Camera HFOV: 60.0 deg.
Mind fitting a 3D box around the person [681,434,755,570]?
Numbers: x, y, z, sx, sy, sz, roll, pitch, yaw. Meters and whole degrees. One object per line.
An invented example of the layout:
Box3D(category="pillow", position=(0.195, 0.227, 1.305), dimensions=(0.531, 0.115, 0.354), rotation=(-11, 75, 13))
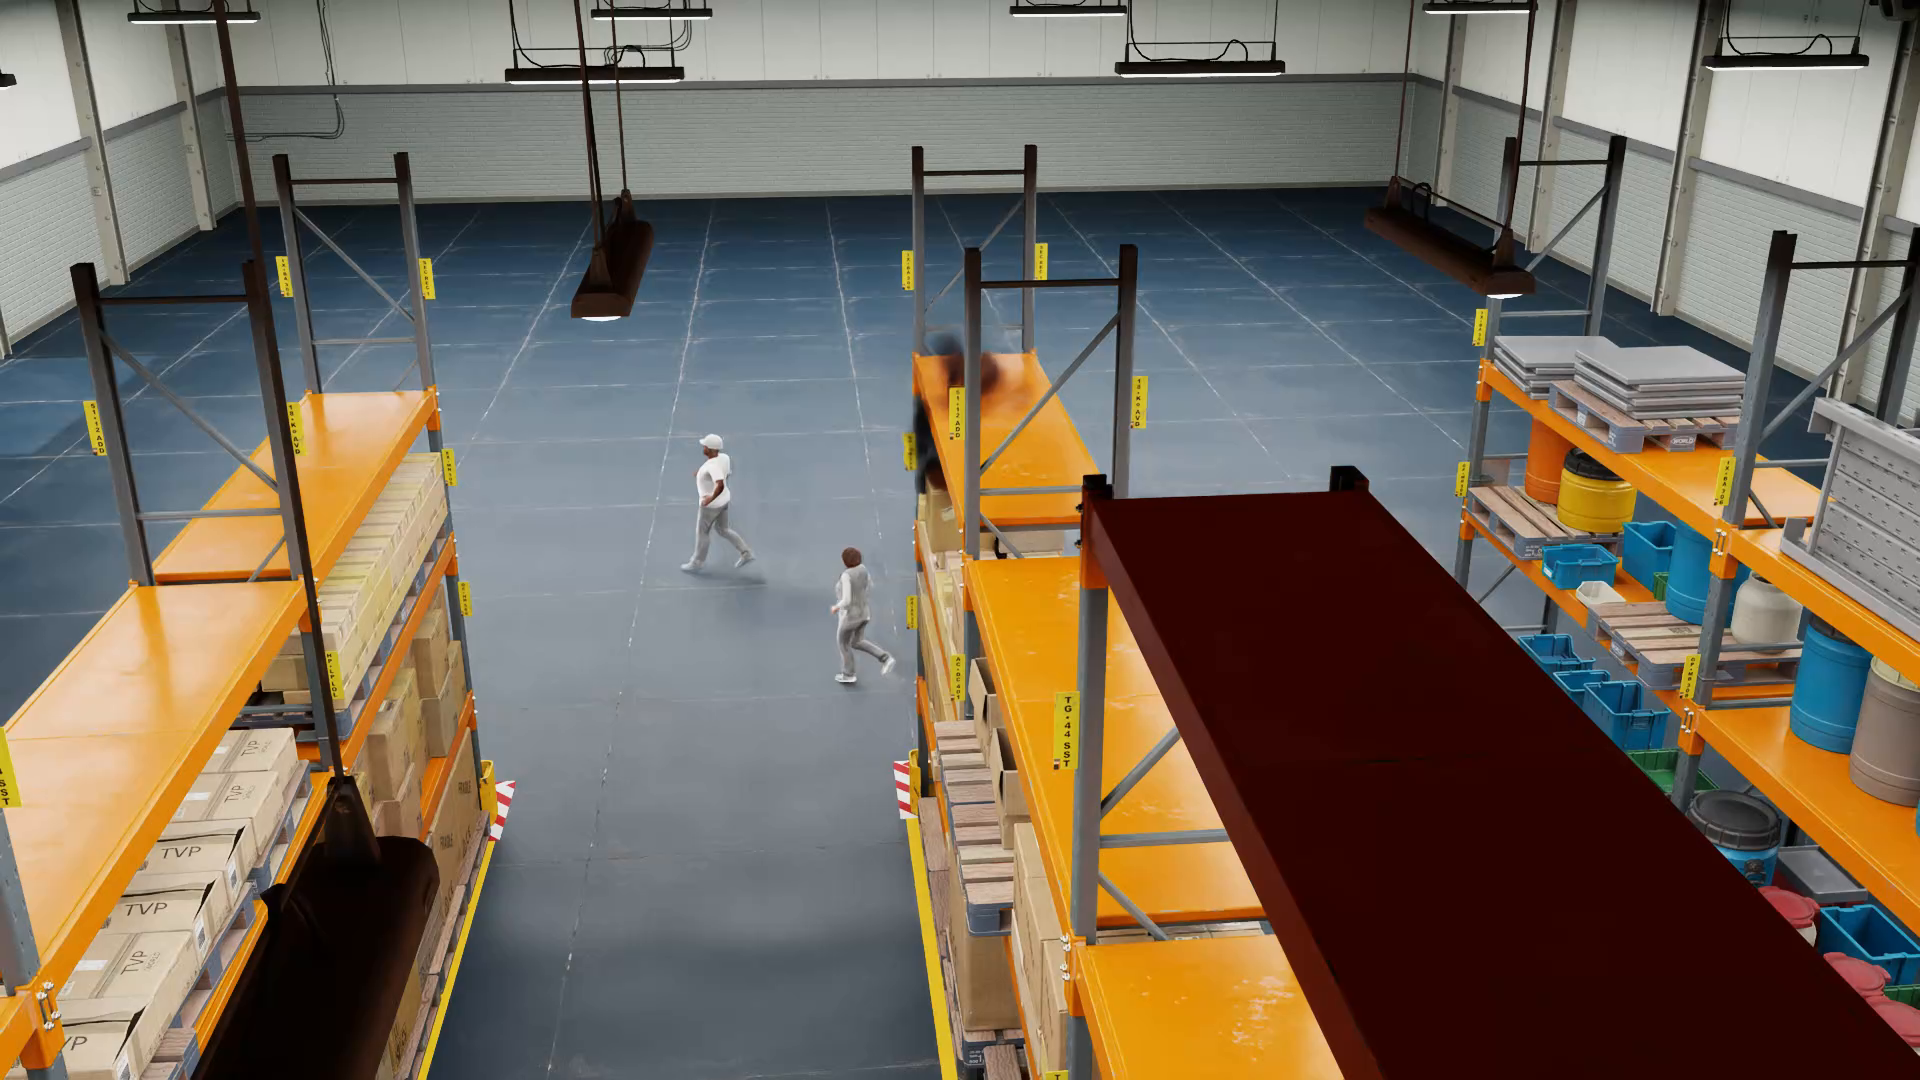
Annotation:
Box3D(category="person", position=(-2.991, -0.444, 20.295), dimensions=(0.962, 1.770, 0.695), rotation=(8, 23, 18))

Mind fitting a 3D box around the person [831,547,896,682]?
Box3D(category="person", position=(-1.059, 0.835, 17.441), dimensions=(0.710, 1.588, 0.544), rotation=(14, 26, 31))
